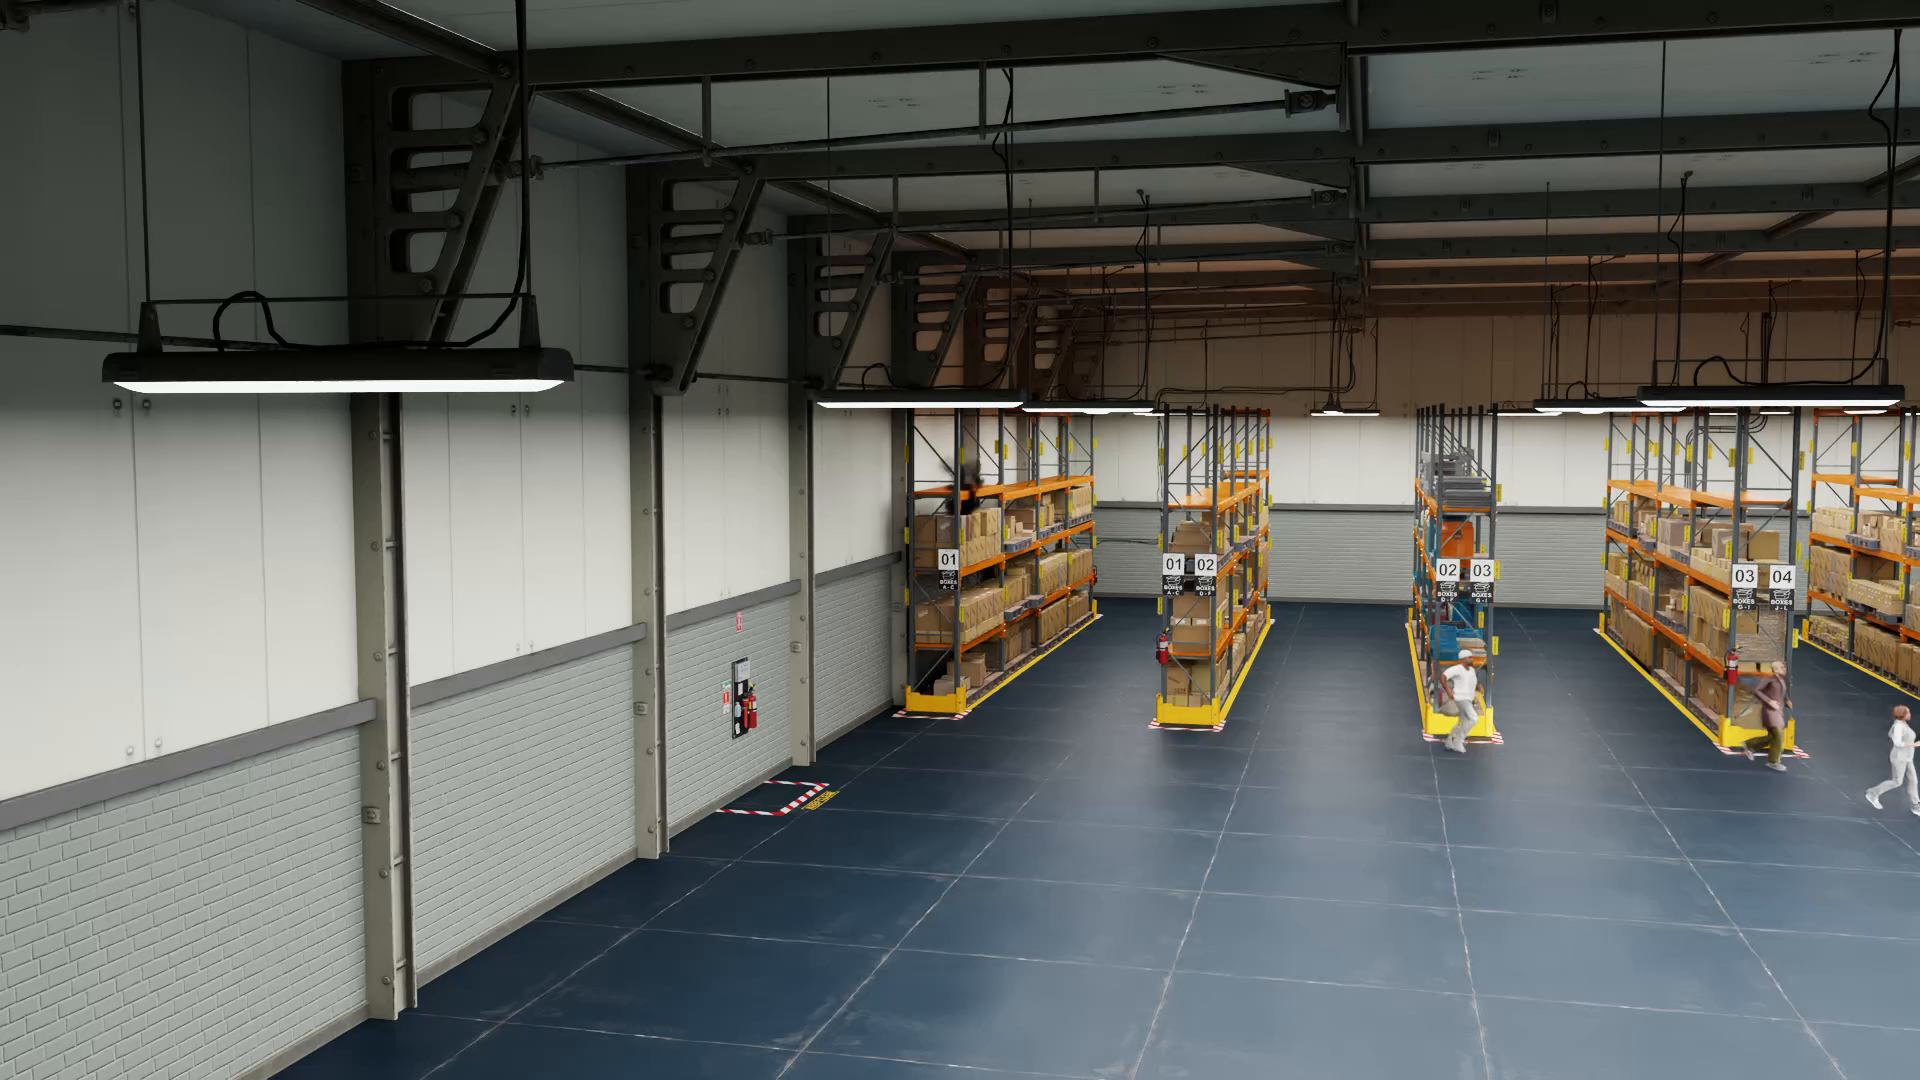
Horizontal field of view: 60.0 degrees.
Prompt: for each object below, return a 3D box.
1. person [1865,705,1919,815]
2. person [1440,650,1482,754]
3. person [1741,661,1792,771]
[{"bbox_3d":[13.522,3.153,23.889,0.873,1.580,0.545,4,6,41],"label":"person"},{"bbox_3d":[8.692,2.774,28.662,0.622,1.764,0.713,4,5,41],"label":"person"},{"bbox_3d":[13.413,2.874,27.449,0.752,1.714,0.801,-3,5,-33],"label":"person"}]
